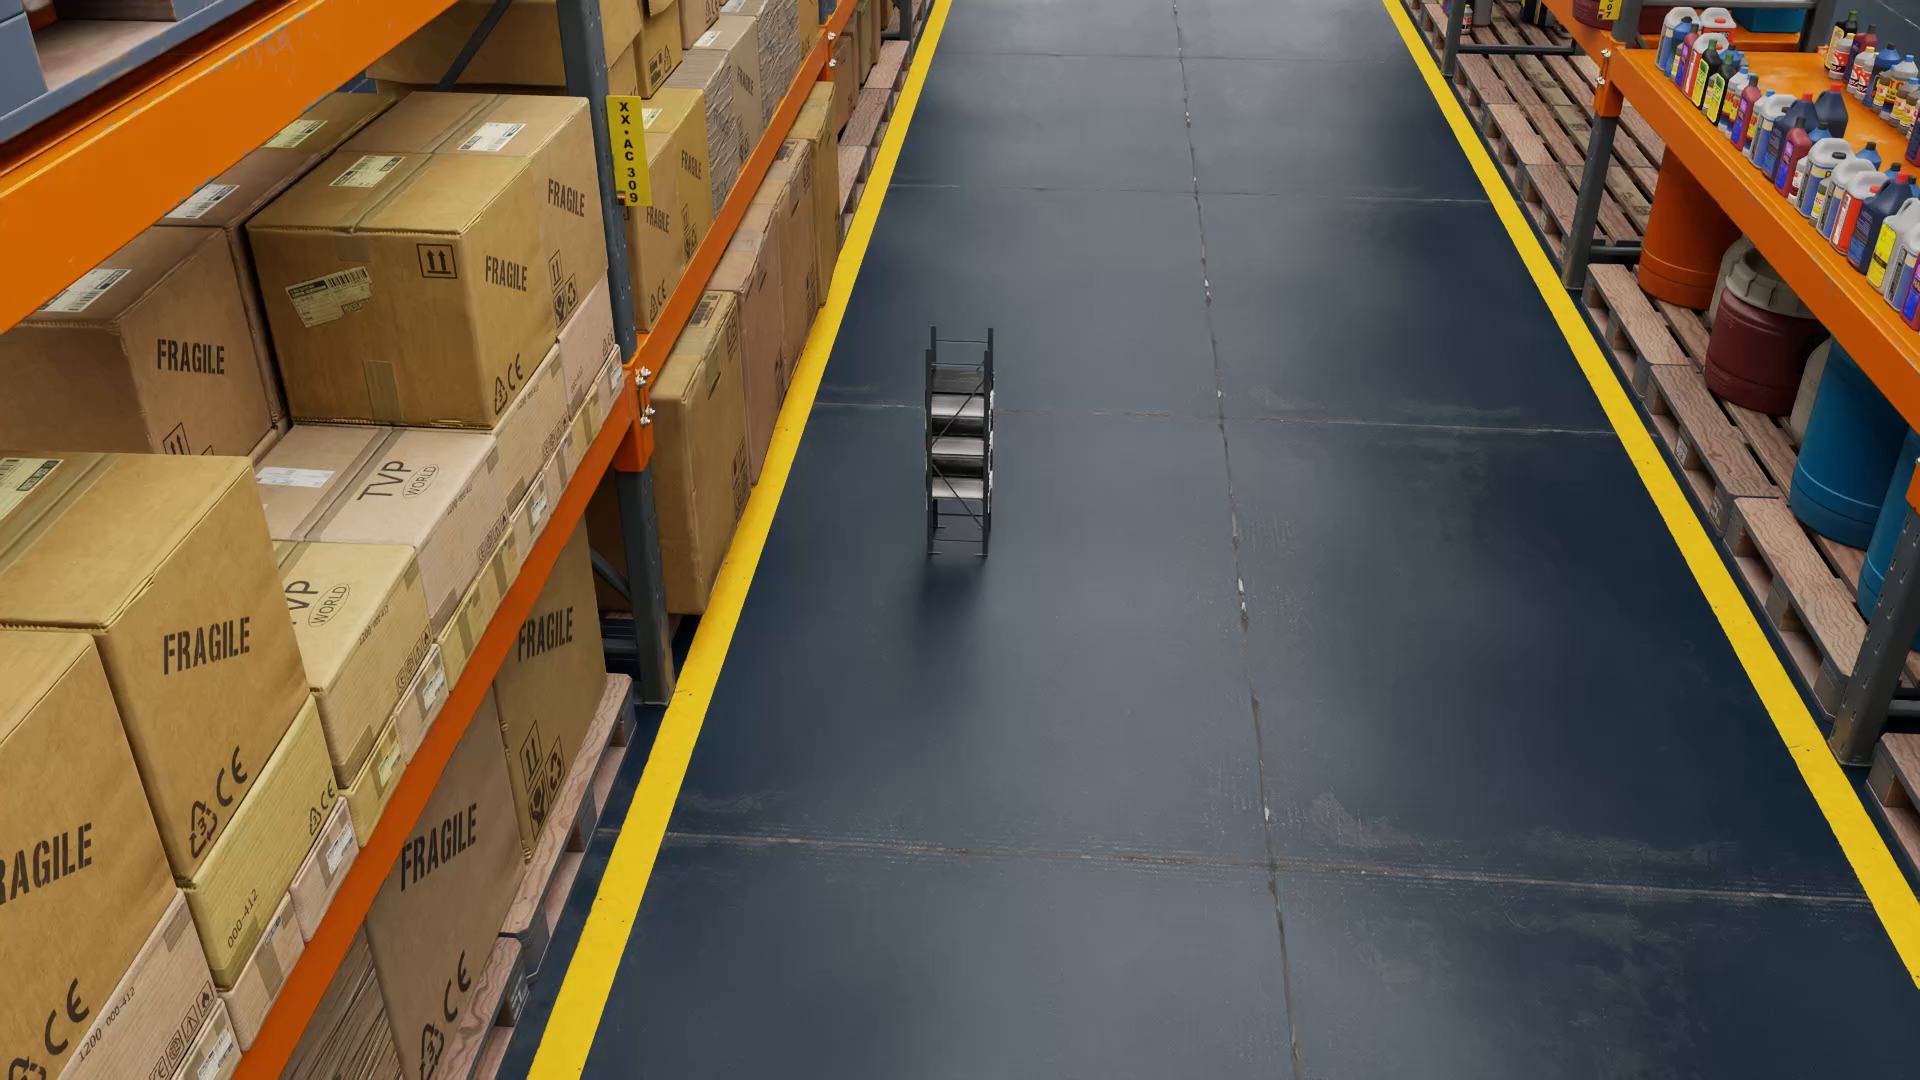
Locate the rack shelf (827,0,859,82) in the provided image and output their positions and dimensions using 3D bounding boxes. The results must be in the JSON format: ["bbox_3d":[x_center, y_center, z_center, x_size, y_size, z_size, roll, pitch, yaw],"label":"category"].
[{"bbox_3d":[-1.022,-3.575,10.378,1.077,0.370,4.000,2,32,4],"label":"rack shelf"}]

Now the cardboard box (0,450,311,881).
[{"bbox_3d":[-1.452,0.193,2.722,0.500,0.500,0.500,2,32,3],"label":"cardboard box"}]

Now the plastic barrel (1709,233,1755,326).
[{"bbox_3d":[3.772,-1.188,7.790,0.421,0.512,0.421,0,32,0],"label":"plastic barrel"}]

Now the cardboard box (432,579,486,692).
[{"bbox_3d":[-1.314,0.208,3.792,0.380,0.149,0.250,2,32,3],"label":"cardboard box"}]

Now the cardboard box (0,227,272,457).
[{"bbox_3d":[-1.890,-0.357,3.615,0.500,0.500,0.500,1,32,2],"label":"cardboard box"}]

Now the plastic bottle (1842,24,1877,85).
[{"bbox_3d":[4.125,-2.224,7.611,0.061,0.283,0.133,2,32,4],"label":"plastic bottle"}]

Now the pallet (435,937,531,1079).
[{"bbox_3d":[-1.748,1.477,4.152,1.003,0.211,1.213,2,32,4],"label":"pallet"}]

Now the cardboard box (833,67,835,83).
[{"bbox_3d":[-1.118,-2.601,10.074,0.700,0.500,0.500,0,32,0],"label":"cardboard box"}]

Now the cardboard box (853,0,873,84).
[{"bbox_3d":[-0.989,-3.482,11.504,0.700,0.500,0.500,2,32,4],"label":"cardboard box"}]

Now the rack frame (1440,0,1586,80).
[{"bbox_3d":[4.077,-4.716,11.543,1.000,3.000,0.127,2,32,4],"label":"rack frame"}]

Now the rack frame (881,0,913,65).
[{"bbox_3d":[-0.860,-4.927,11.886,1.000,3.000,0.127,2,32,4],"label":"rack frame"}]

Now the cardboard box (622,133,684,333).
[{"bbox_3d":[-1.224,-1.016,5.445,0.500,0.500,0.500,3,32,4],"label":"cardboard box"}]

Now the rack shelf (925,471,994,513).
[{"bbox_3d":[-0.001,-0.197,6.619,0.258,0.077,0.200,2,32,4],"label":"rack shelf"}]

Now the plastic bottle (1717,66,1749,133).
[{"bbox_3d":[3.290,-1.865,7.040,0.097,0.271,0.097,0,32,0],"label":"plastic bottle"}]

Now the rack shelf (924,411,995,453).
[{"bbox_3d":[-0.001,-0.427,6.477,0.258,0.077,0.200,2,32,4],"label":"rack shelf"}]

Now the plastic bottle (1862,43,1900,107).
[{"bbox_3d":[4.081,-2.057,7.352,0.097,0.271,0.097,0,32,0],"label":"plastic bottle"}]

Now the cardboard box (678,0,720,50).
[{"bbox_3d":[-1.365,-2.232,6.461,0.797,0.503,0.637,3,32,6],"label":"cardboard box"}]

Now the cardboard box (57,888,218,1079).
[{"bbox_3d":[-1.493,0.773,2.496,0.500,0.250,0.500,2,32,3],"label":"cardboard box"}]

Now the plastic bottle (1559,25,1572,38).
[{"bbox_3d":[4.540,-3.889,12.383,0.097,0.271,0.097,0,32,0],"label":"plastic bottle"}]

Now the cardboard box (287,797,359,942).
[{"bbox_3d":[-1.377,0.611,3.140,0.380,0.149,0.250,2,32,3],"label":"cardboard box"}]

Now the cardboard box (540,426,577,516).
[{"bbox_3d":[-1.251,-0.195,4.446,0.380,0.149,0.250,2,32,3],"label":"cardboard box"}]

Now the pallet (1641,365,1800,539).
[{"bbox_3d":[3.627,-0.387,7.176,1.003,0.211,1.213,2,32,4],"label":"pallet"}]

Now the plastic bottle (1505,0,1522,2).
[{"bbox_3d":[4.457,-4.462,13.308,0.152,0.276,0.135,2,32,4],"label":"plastic bottle"}]

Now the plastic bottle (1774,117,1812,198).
[{"bbox_3d":[3.209,-1.472,6.391,0.061,0.283,0.133,2,32,4],"label":"plastic bottle"}]

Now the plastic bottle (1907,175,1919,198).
[{"bbox_3d":[3.332,-1.157,5.891,0.097,0.271,0.097,0,32,0],"label":"plastic bottle"}]

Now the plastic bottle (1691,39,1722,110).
[{"bbox_3d":[3.300,-2.052,7.332,0.061,0.283,0.133,2,32,4],"label":"plastic bottle"}]

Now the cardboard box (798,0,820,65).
[{"bbox_3d":[-0.978,-2.610,8.030,0.500,0.500,0.500,3,32,5],"label":"cardboard box"}]

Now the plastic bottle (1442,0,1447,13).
[{"bbox_3d":[3.829,-4.283,13.010,0.061,0.283,0.133,5,32,7],"label":"plastic bottle"}]

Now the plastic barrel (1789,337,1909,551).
[{"bbox_3d":[3.545,-0.472,6.256,0.600,0.901,0.708,2,32,4],"label":"plastic barrel"}]

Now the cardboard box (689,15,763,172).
[{"bbox_3d":[-1.106,-1.811,6.735,0.500,0.500,0.500,3,32,5],"label":"cardboard box"}]

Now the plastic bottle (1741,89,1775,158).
[{"bbox_3d":[3.263,-1.693,6.761,0.097,0.271,0.097,0,32,0],"label":"plastic bottle"}]

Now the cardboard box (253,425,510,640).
[{"bbox_3d":[-1.366,-0.027,3.794,0.500,0.250,0.500,3,32,5],"label":"cardboard box"}]

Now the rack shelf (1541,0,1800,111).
[{"bbox_3d":[3.914,-3.364,10.035,1.077,0.370,4.000,2,32,4],"label":"rack shelf"}]

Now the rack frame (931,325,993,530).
[{"bbox_3d":[0.008,-0.432,6.593,0.240,0.900,0.006,2,32,4],"label":"rack frame"}]

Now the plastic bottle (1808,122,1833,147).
[{"bbox_3d":[3.290,-1.473,6.404,0.097,0.271,0.097,0,32,0],"label":"plastic bottle"}]

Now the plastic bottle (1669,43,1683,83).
[{"bbox_3d":[3.349,-2.217,7.677,0.097,0.201,0.097,0,32,0],"label":"plastic bottle"}]

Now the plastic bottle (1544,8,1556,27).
[{"bbox_3d":[4.539,-4.062,12.658,0.152,0.276,0.135,4,32,6],"label":"plastic bottle"}]

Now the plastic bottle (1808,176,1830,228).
[{"bbox_3d":[3.199,-1.255,6.116,0.097,0.201,0.097,0,32,0],"label":"plastic bottle"}]

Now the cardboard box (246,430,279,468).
[{"bbox_3d":[-1.892,-0.041,3.817,0.500,0.250,0.500,3,32,5],"label":"cardboard box"}]

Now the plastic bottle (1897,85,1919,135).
[{"bbox_3d":[4.050,-1.824,7.040,0.097,0.201,0.097,0,32,0],"label":"plastic bottle"}]

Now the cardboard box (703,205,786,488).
[{"bbox_3d":[-1.407,-0.821,6.848,1.225,0.875,0.875,1,32,2],"label":"cardboard box"}]

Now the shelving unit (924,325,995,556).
[{"bbox_3d":[-0.001,-0.379,6.507,0.258,0.900,0.210,2,32,4],"label":"shelving unit"}]

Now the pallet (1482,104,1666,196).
[{"bbox_3d":[3.955,-2.477,10.567,1.003,0.211,1.213,2,32,4],"label":"pallet"}]

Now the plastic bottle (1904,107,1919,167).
[{"bbox_3d":[3.892,-1.656,6.690,0.061,0.283,0.133,2,32,4],"label":"plastic bottle"}]

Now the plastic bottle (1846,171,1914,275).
[{"bbox_3d":[3.189,-1.103,5.727,0.144,0.351,0.185,2,32,4],"label":"plastic bottle"}]

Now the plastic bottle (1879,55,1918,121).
[{"bbox_3d":[4.065,-1.956,7.187,0.097,0.271,0.097,0,32,0],"label":"plastic bottle"}]

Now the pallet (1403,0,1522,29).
[{"bbox_3d":[4.270,-4.518,13.879,1.003,0.211,1.213,2,32,4],"label":"pallet"}]

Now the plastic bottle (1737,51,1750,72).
[{"bbox_3d":[3.482,-2.089,7.471,0.097,0.201,0.097,0,32,0],"label":"plastic bottle"}]

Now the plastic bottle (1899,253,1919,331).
[{"bbox_3d":[3.109,-0.826,5.342,0.061,0.283,0.133,2,32,4],"label":"plastic bottle"}]

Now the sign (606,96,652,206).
[{"bbox_3d":[-0.958,-1.123,4.813,0.100,0.325,0.005,2,32,4],"label":"sign"}]

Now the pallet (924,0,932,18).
[{"bbox_3d":[-0.743,-4.732,14.228,1.003,0.211,1.213,2,32,4],"label":"pallet"}]

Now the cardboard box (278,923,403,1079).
[{"bbox_3d":[-1.790,1.259,3.472,0.875,0.875,0.875,2,32,4],"label":"cardboard box"}]

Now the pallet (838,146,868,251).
[{"bbox_3d":[-1.120,-2.057,9.887,1.003,0.211,1.213,2,32,4],"label":"pallet"}]
